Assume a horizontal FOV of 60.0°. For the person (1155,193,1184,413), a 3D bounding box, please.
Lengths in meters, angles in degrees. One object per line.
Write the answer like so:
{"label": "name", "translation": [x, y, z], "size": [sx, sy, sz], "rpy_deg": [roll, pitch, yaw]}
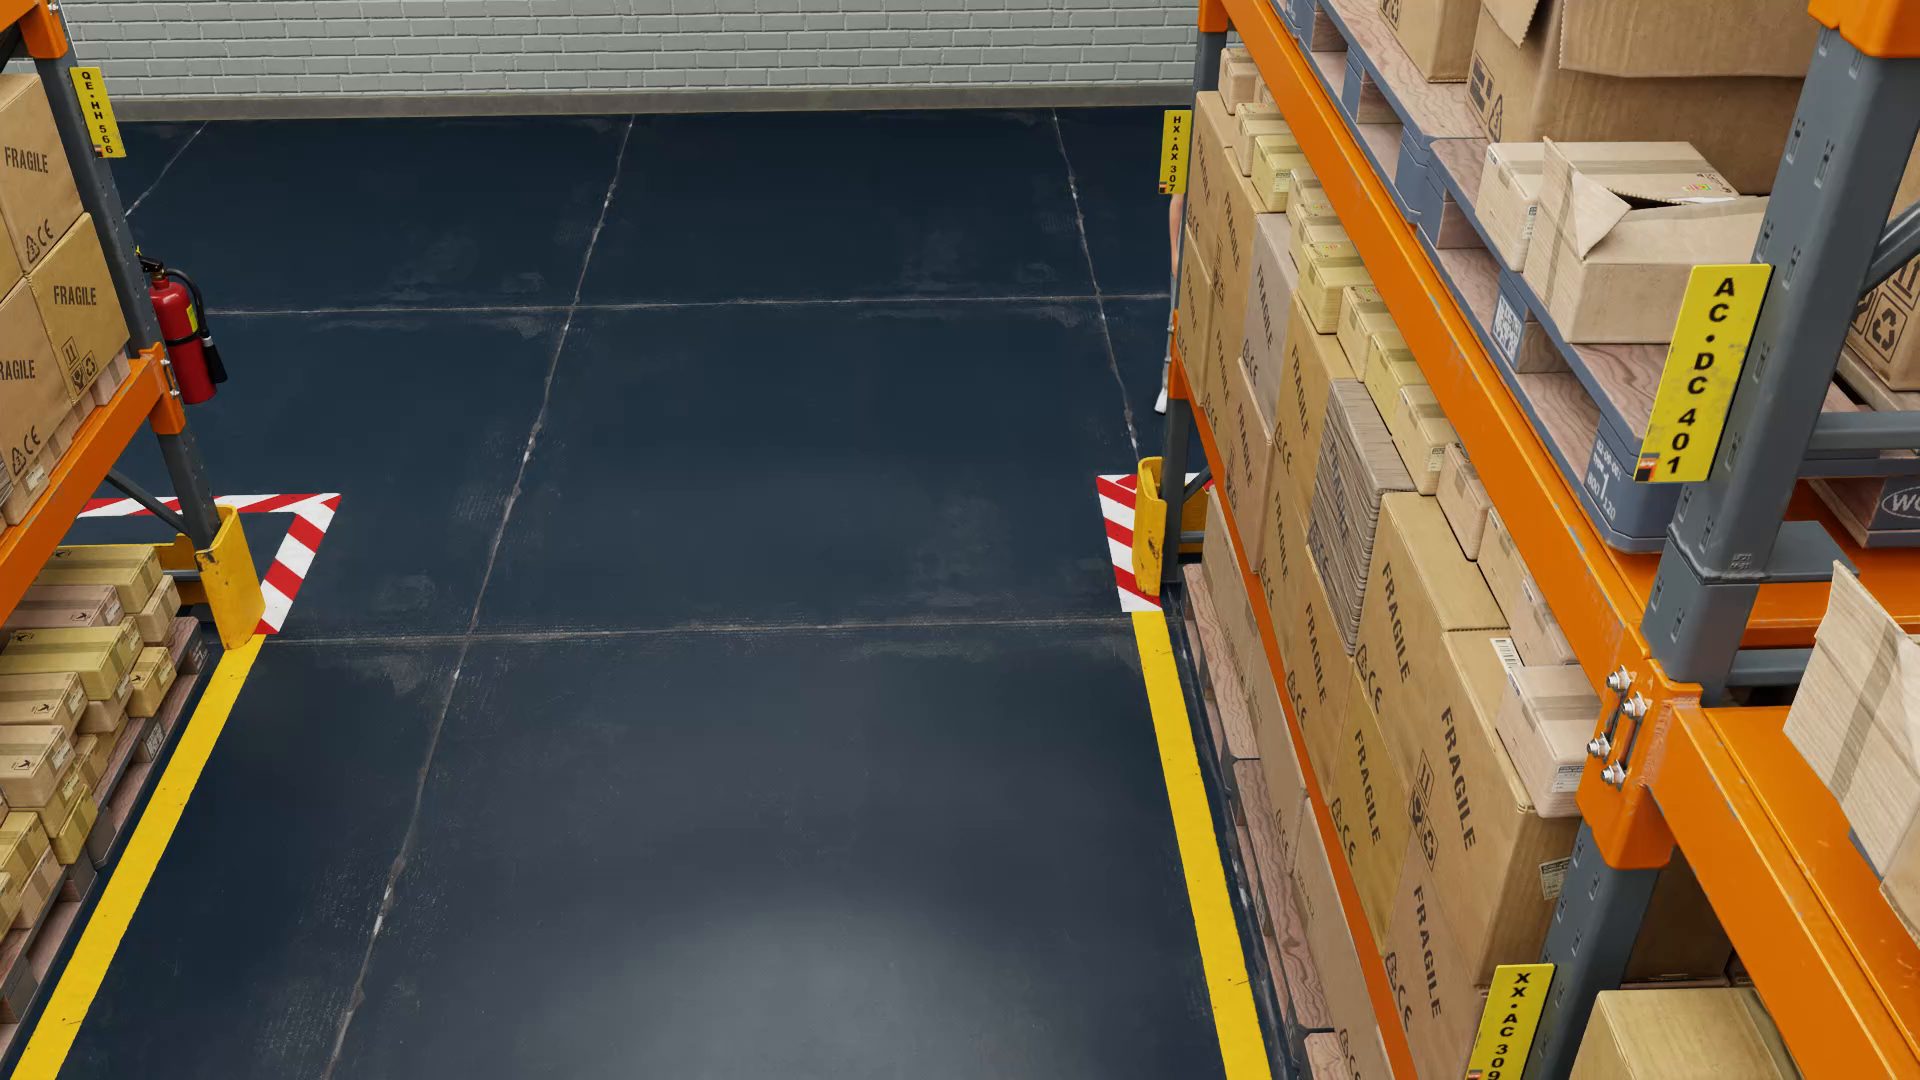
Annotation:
{"label": "person", "translation": [1.220, -1.392, 8.096], "size": [0.453, 1.676, 0.390], "rpy_deg": [-1, 35, -2]}
